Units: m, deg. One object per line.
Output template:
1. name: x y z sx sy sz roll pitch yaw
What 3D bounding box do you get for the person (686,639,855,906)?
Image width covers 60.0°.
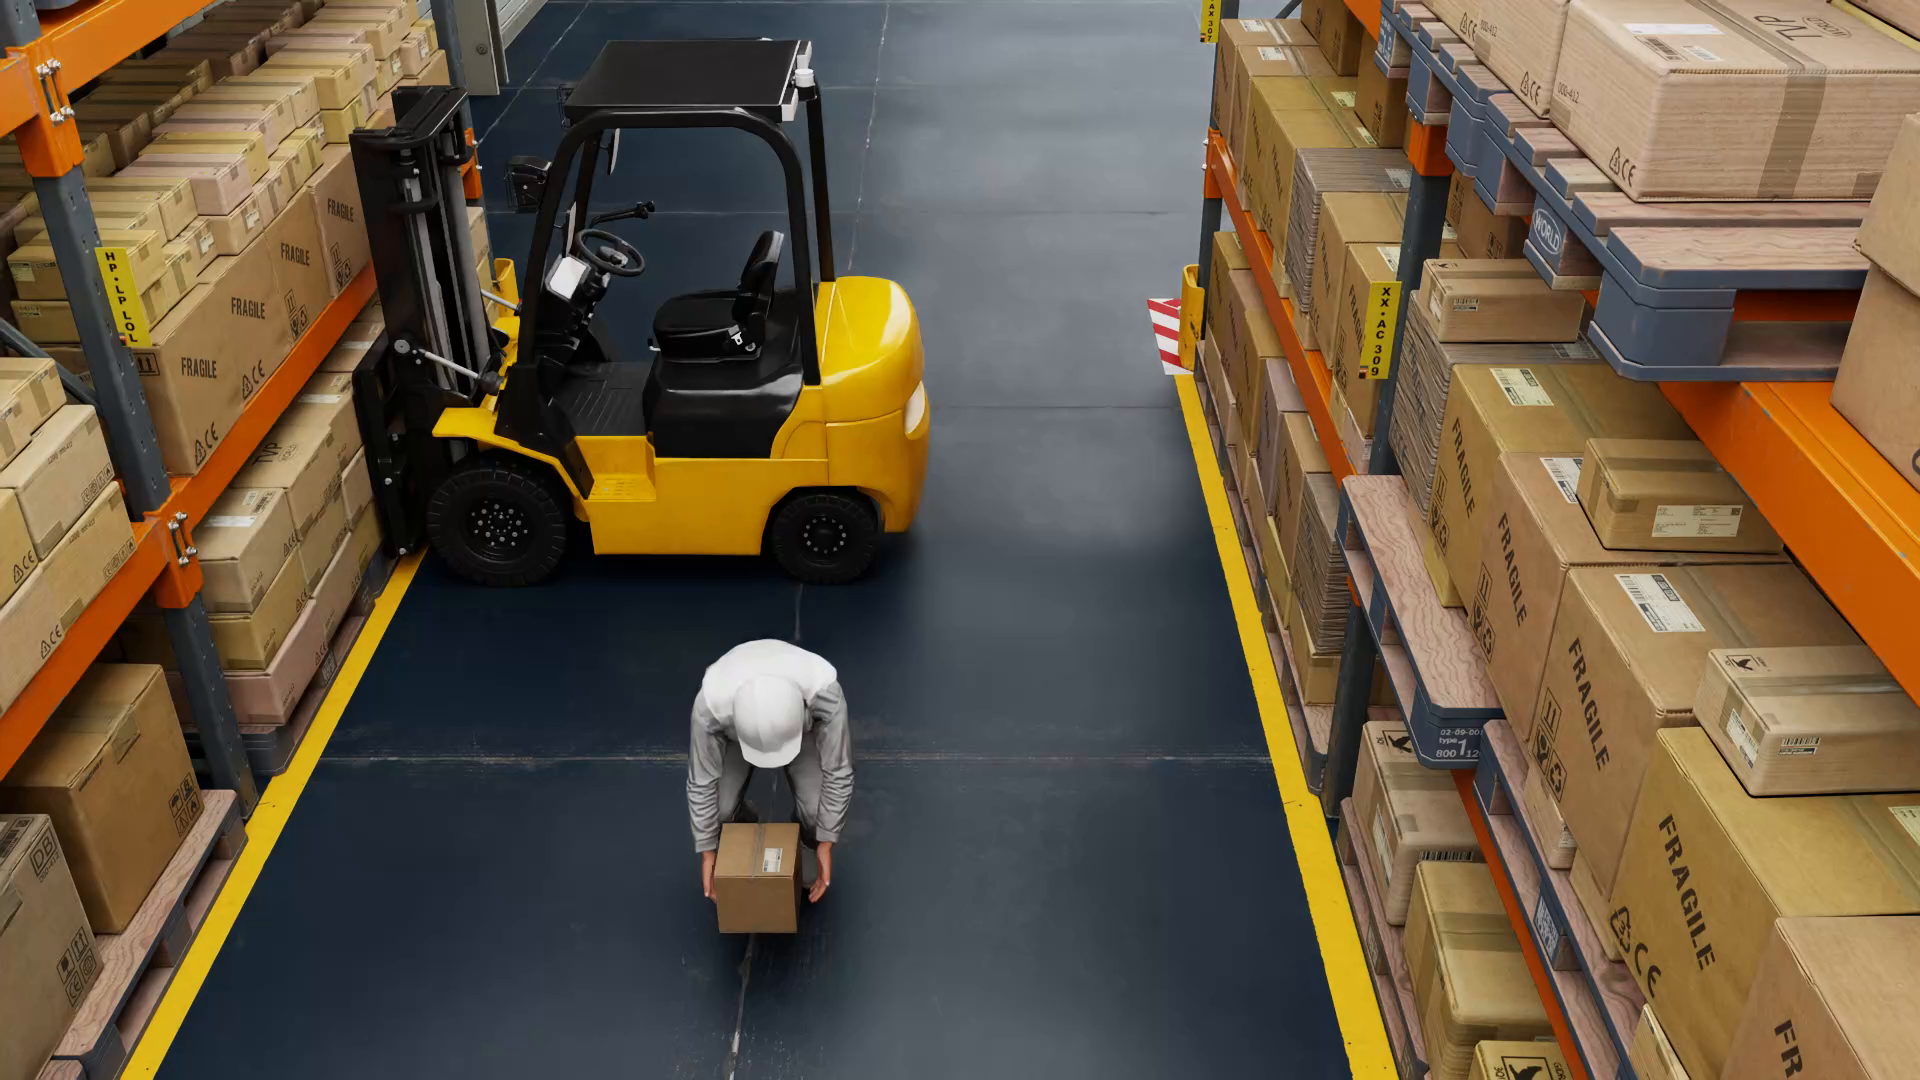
1. person: -0.621 0.721 5.590 0.551 1.085 0.870 0 31 0
